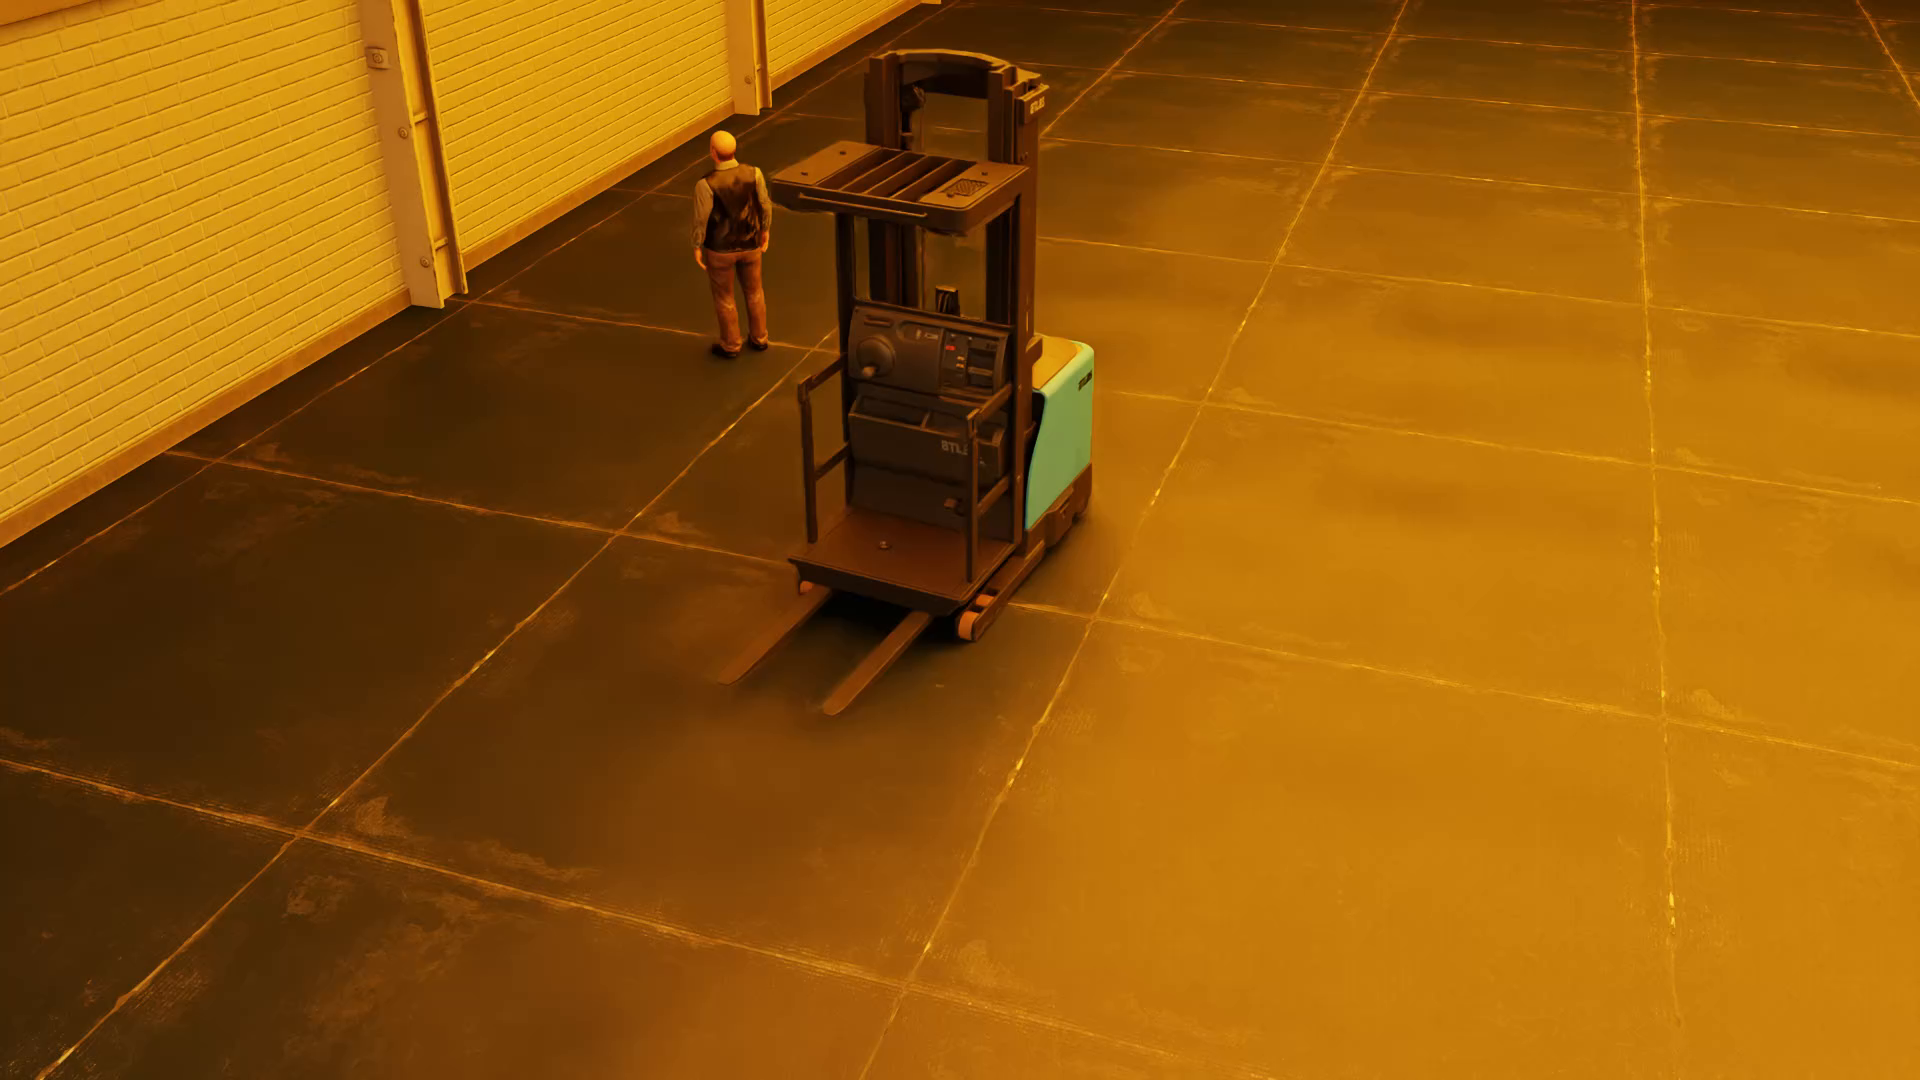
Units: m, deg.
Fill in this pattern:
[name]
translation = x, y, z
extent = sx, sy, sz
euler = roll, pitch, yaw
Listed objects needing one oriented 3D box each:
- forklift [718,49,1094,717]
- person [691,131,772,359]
[forklift]
translation = -0.270, -0.966, 8.830
extent = 1.130, 2.935, 3.031
euler = 13, 32, 22
[person]
translation = -1.682, -2.156, 12.142
extent = 0.619, 1.732, 0.528
euler = -15, 33, -25
